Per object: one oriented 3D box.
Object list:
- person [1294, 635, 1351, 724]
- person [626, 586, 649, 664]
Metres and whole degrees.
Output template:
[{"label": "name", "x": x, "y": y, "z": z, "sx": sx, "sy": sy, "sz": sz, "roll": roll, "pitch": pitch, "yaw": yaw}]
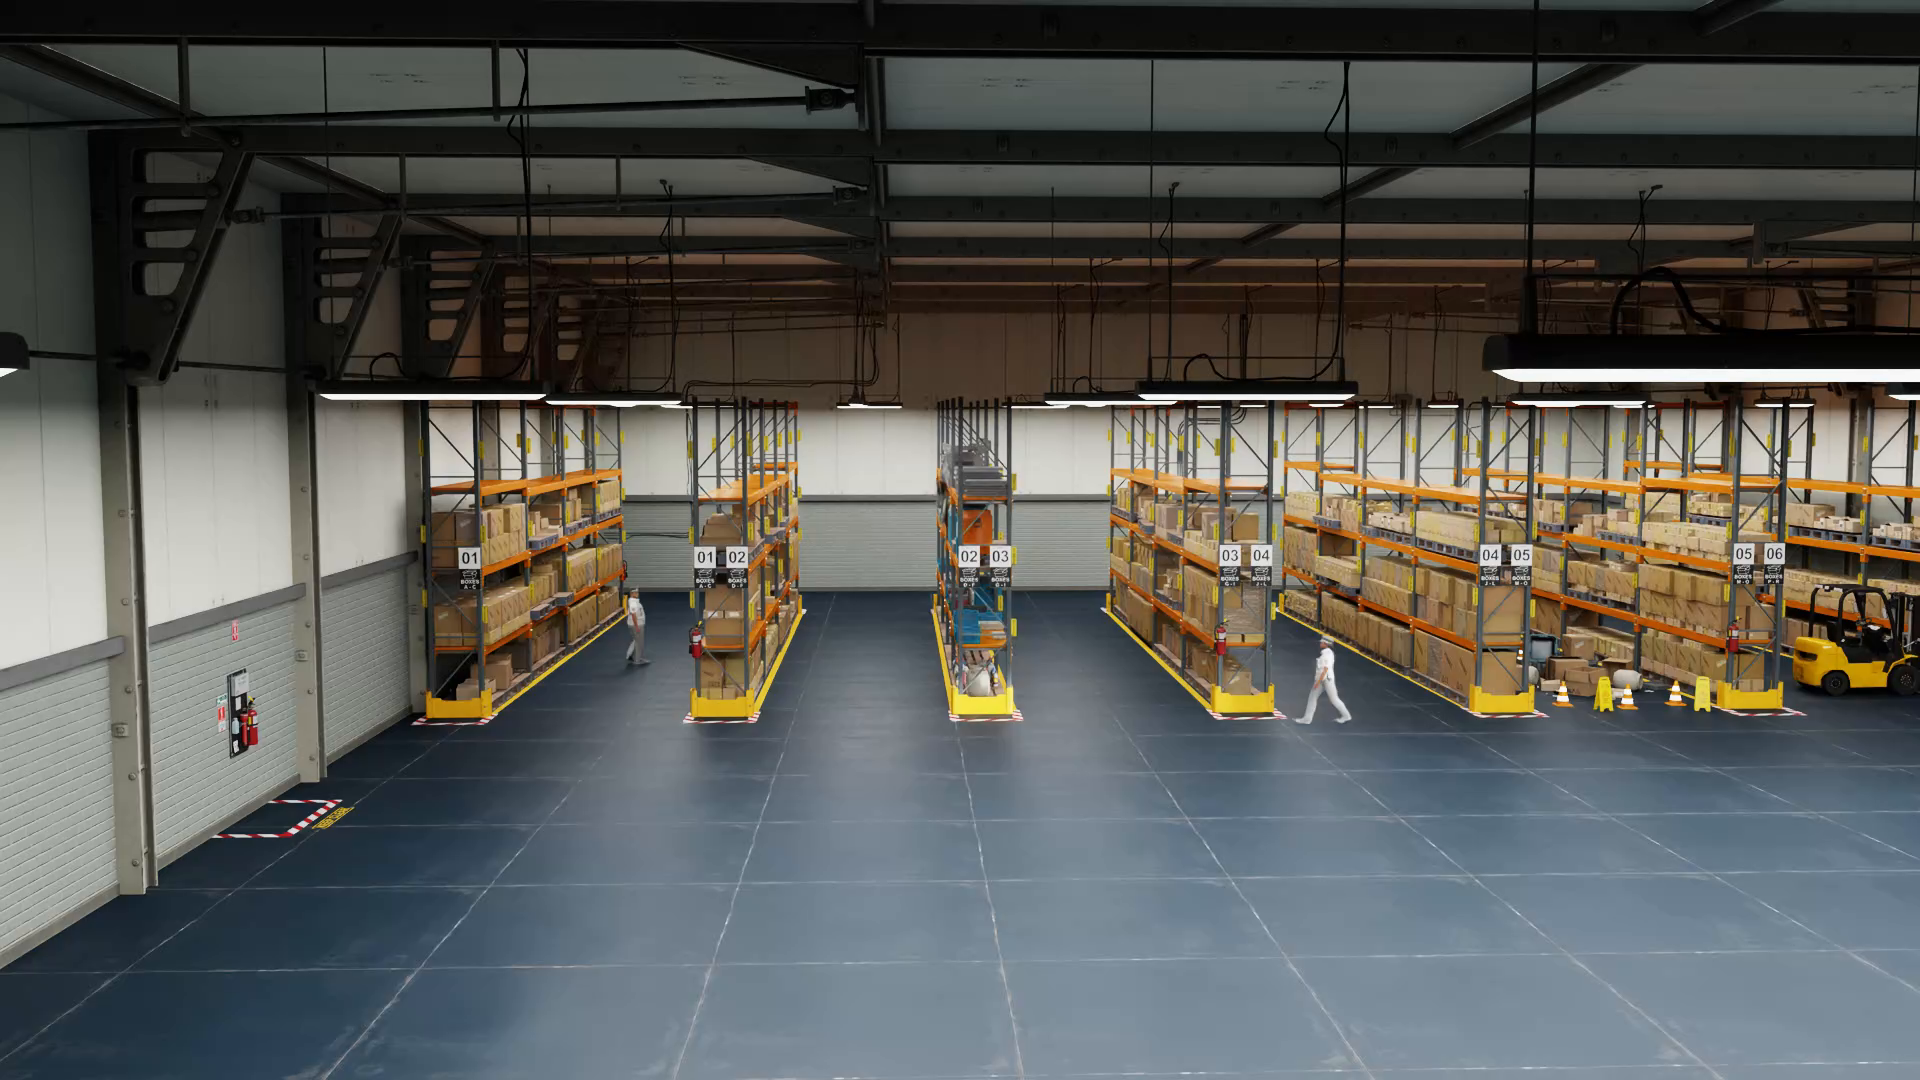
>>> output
[{"label": "person", "x": 6.641, "y": 2.550, "z": 30.340, "sx": 1.002, "sy": 1.643, "sz": 0.443, "roll": -1, "pitch": 5, "yaw": -19}, {"label": "person", "x": -7.324, "y": 1.924, "z": 37.722, "sx": 0.515, "sy": 1.762, "sz": 0.552, "roll": -3, "pitch": 5, "yaw": -30}]
